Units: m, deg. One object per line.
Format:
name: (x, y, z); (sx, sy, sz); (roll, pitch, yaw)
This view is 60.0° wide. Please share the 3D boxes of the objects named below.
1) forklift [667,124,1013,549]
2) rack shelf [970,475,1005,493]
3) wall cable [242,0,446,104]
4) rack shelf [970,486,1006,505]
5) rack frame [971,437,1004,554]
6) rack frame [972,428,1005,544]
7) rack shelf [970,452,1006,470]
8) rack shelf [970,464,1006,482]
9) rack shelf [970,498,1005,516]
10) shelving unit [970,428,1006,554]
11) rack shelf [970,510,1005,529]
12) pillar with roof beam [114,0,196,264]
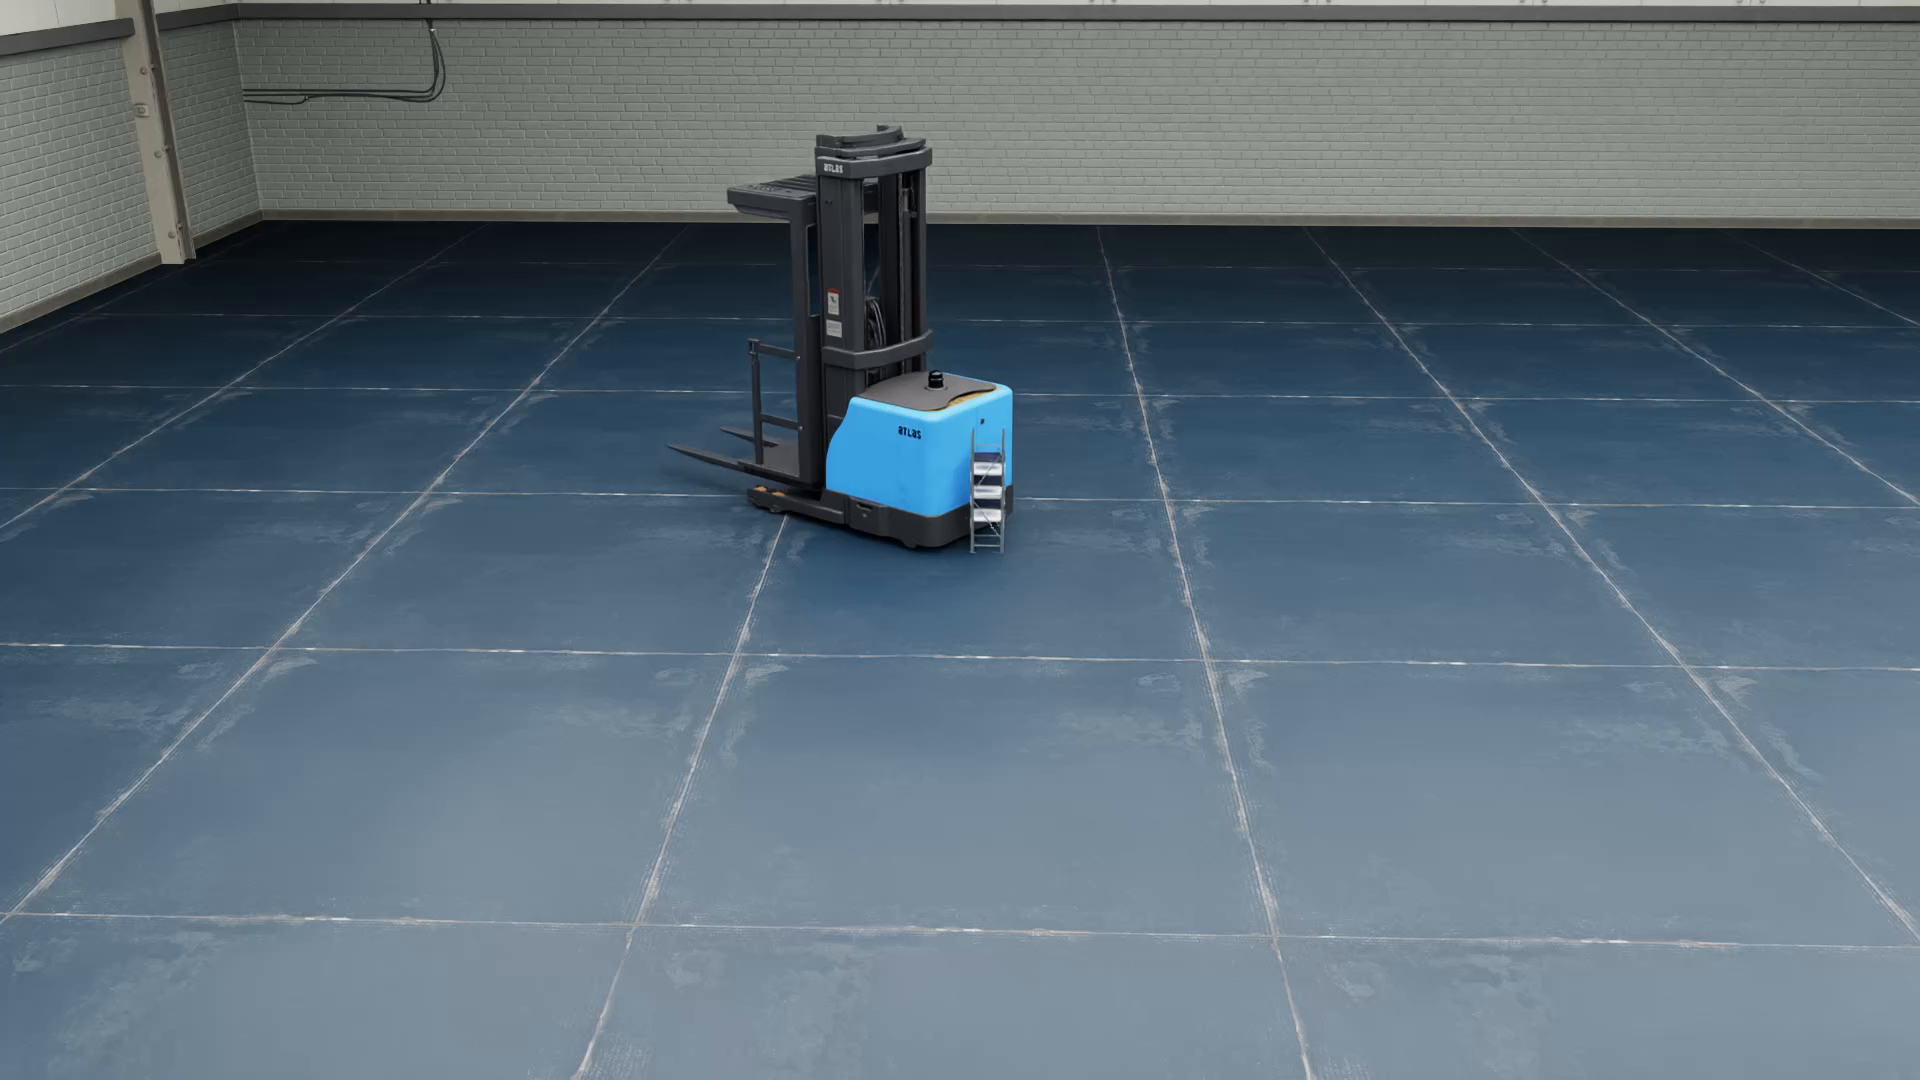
forklift: (-1.064, -1.714, 12.894); (3.031, 2.935, 1.130); (16, 26, 35)
rack shelf: (0.204, -0.410, 12.185); (0.258, 0.077, 0.200); (1, 21, 2)
wall cable: (-8.975, -7.508, 23.732); (3.097, 2.526, 0.112); (1, 21, 2)
rack shelf: (0.204, -0.326, 12.217); (0.258, 0.077, 0.200); (1, 21, 2)
rack frame: (0.199, -0.320, 12.111); (0.240, 0.900, 0.006); (1, 21, 2)
rack frame: (0.208, -0.394, 12.300); (0.240, 0.900, 0.006); (1, 21, 2)
rack shelf: (0.204, -0.578, 12.120); (0.258, 0.077, 0.200); (1, 21, 2)
rack shelf: (0.204, -0.494, 12.152); (0.258, 0.077, 0.200); (1, 21, 2)
rack shelf: (0.204, -0.242, 12.250); (0.258, 0.077, 0.200); (1, 21, 2)
shelving unit: (0.204, -0.357, 12.205); (0.258, 0.900, 0.210); (1, 21, 2)
rack shelf: (0.204, -0.158, 12.282); (0.258, 0.077, 0.200); (1, 21, 2)
pillar with roof beam: (-6.084, -7.858, 20.340); (9.100, 9.000, 0.400); (1, 21, 2)
